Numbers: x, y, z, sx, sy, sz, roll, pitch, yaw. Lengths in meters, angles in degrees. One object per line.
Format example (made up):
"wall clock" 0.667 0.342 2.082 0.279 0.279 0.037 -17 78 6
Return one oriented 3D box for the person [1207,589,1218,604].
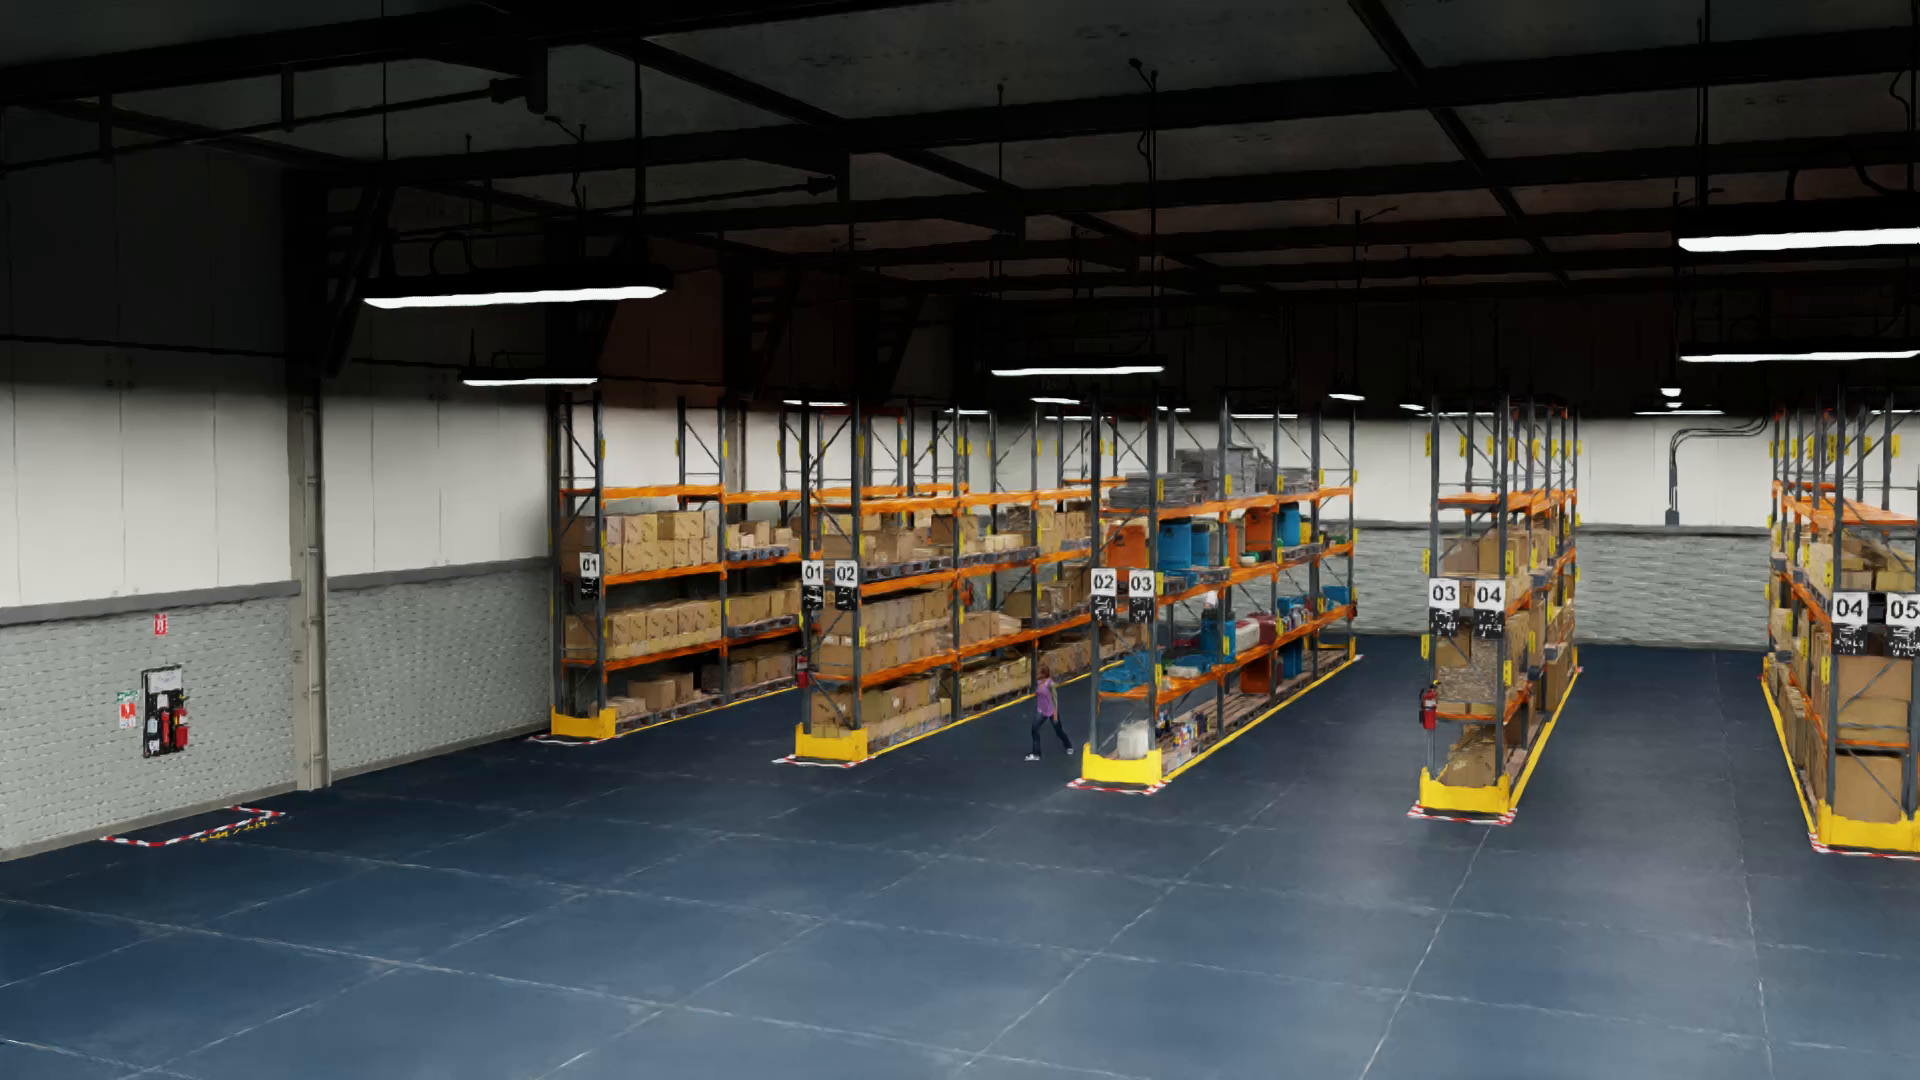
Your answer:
"person" 6.685 1.377 44.081 0.446 0.616 0.356 -2 4 -36
